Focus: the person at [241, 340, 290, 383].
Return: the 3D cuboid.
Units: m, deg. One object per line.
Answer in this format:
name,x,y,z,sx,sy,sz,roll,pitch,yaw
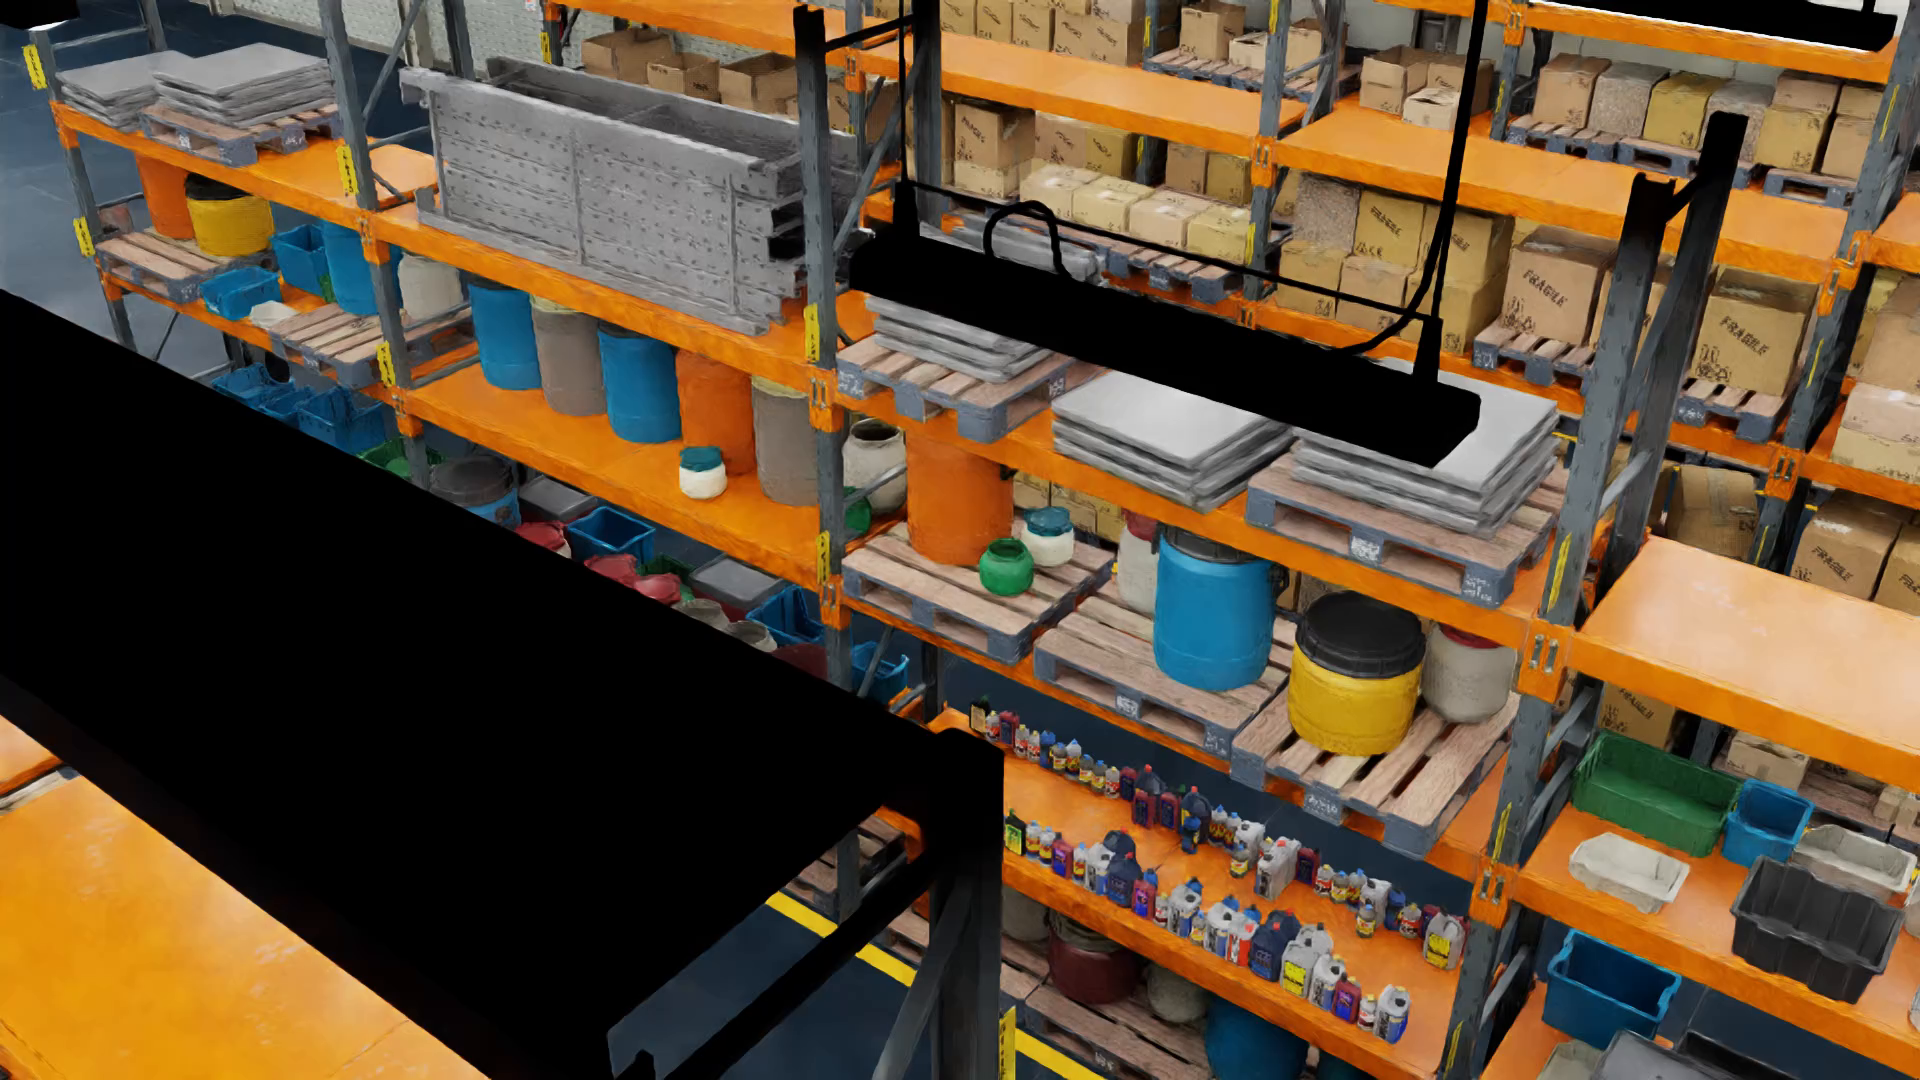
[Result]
person,-6.637,-1.570,16.225,0.506,1.704,0.707,0,31,-1
